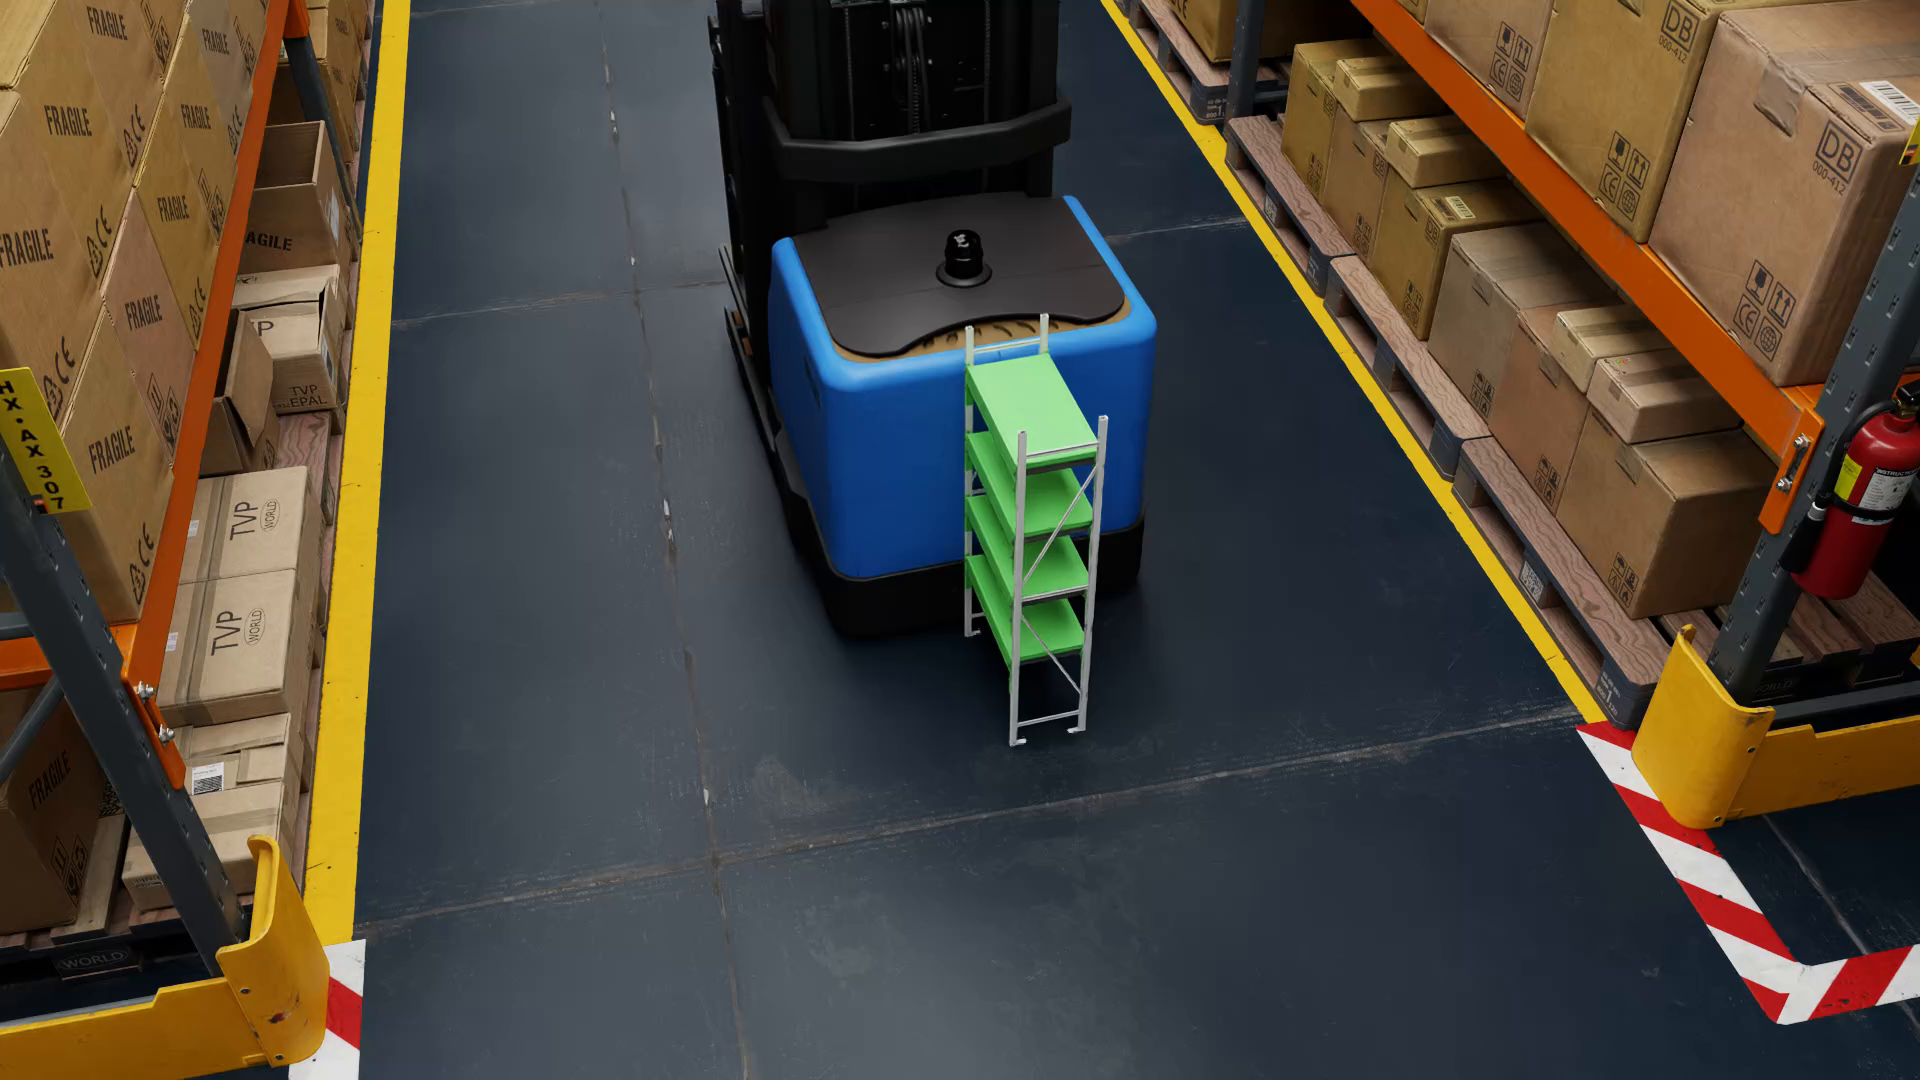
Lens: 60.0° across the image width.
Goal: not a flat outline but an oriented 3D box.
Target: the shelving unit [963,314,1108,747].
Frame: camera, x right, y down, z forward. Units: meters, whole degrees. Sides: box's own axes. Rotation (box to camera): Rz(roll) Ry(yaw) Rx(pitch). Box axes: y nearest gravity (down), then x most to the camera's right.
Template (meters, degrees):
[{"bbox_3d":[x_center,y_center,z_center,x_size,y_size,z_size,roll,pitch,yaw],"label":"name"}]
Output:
[{"bbox_3d":[0.198,-0.004,4.850,0.258,1.200,0.503,-11,43,-12],"label":"shelving unit"}]

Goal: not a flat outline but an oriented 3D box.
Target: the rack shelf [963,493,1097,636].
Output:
[{"bbox_3d":[0.198,0.044,4.893,0.258,0.148,0.480,-11,43,-12],"label":"rack shelf"}]

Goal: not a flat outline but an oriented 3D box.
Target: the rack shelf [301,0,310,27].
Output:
[{"bbox_3d":[-3.518,-3.394,7.856,1.077,0.370,4.000,-8,42,-9],"label":"rack shelf"}]

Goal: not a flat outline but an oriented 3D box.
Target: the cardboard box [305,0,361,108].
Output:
[{"bbox_3d":[-3.078,-2.289,7.621,0.500,0.500,0.500,-8,42,-9],"label":"cardboard box"}]

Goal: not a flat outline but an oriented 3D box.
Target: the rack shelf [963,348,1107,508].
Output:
[{"bbox_3d":[0.198,-0.315,4.574,0.258,0.148,0.480,-11,43,-12],"label":"rack shelf"}]

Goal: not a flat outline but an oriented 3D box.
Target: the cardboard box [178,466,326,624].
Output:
[{"bbox_3d":[-2.279,0.048,5.176,0.500,0.250,0.500,-8,42,-9],"label":"cardboard box"}]

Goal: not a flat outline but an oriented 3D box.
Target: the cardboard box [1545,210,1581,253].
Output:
[{"bbox_3d":[2.312,-1.160,5.875,0.380,0.149,0.250,-8,42,-9],"label":"cardboard box"}]

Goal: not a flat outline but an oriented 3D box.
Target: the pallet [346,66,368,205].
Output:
[{"bbox_3d":[-3.298,-1.846,7.671,1.003,0.211,1.213,-8,42,-9],"label":"pallet"}]

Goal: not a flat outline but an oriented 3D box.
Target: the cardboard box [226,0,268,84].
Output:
[{"bbox_3d":[-2.615,-1.783,5.424,0.500,0.500,0.500,-7,42,-8],"label":"cardboard box"}]

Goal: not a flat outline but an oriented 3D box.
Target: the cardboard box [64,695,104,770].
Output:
[{"bbox_3d":[-2.580,0.528,4.698,0.380,0.166,0.250,-8,42,-9],"label":"cardboard box"}]

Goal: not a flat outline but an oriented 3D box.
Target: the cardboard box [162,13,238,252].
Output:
[{"bbox_3d":[-2.389,-1.121,4.678,0.500,0.500,0.500,-8,42,-9],"label":"cardboard box"}]

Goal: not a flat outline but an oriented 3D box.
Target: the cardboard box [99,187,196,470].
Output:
[{"bbox_3d":[-2.177,-0.471,3.945,0.500,0.500,0.500,-9,42,-10],"label":"cardboard box"}]

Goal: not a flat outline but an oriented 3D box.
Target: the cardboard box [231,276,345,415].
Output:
[{"bbox_3d":[-2.524,-0.711,5.986,0.500,0.311,0.500,-8,42,-9],"label":"cardboard box"}]

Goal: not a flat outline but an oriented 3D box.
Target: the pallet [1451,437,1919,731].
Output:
[{"bbox_3d":[2.364,0.049,5.535,1.003,0.211,1.213,-8,42,-9],"label":"pallet"}]

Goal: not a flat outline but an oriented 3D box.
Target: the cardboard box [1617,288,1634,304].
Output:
[{"bbox_3d":[2.423,-0.829,5.502,0.380,0.149,0.250,-8,42,-9],"label":"cardboard box"}]

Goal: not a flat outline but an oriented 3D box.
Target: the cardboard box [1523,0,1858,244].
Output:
[{"bbox_3d":[2.326,-1.398,4.839,0.980,0.700,0.700,-9,42,-10],"label":"cardboard box"}]

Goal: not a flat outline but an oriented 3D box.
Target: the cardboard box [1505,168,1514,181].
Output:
[{"bbox_3d":[2.201,-1.491,6.248,0.380,0.149,0.250,-8,42,-9],"label":"cardboard box"}]

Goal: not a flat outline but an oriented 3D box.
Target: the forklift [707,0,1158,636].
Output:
[{"bbox_3d":[-0.296,-1.782,5.550,1.130,2.935,3.031,-11,43,-12],"label":"forklift"}]

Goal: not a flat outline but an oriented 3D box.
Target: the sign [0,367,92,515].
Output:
[{"bbox_3d":[-1.693,-0.176,3.036,0.100,0.325,0.005,-8,42,-9],"label":"sign"}]

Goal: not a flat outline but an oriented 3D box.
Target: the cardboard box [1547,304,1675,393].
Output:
[{"bbox_3d":[2.103,-0.613,5.259,0.380,0.149,0.250,-7,42,-8],"label":"cardboard box"}]

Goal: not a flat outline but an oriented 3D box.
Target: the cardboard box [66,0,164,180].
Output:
[{"bbox_3d":[-2.284,-1.174,3.984,0.500,0.500,0.500,-8,42,-9],"label":"cardboard box"}]

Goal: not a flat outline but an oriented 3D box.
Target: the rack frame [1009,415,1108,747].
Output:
[{"bbox_3d":[0.266,0.152,4.675,0.240,1.200,0.015,-11,43,-12],"label":"rack frame"}]

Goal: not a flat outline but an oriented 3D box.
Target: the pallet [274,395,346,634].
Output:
[{"bbox_3d":[-2.672,-0.086,5.688,1.003,0.211,1.213,-8,42,-9],"label":"pallet"}]

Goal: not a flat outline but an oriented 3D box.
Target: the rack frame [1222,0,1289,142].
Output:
[{"bbox_3d":[1.750,-3.079,6.959,1.000,3.000,0.127,-8,42,-9],"label":"rack frame"}]

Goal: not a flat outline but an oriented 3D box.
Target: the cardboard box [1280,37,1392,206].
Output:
[{"bbox_3d":[1.811,-1.802,7.087,0.700,0.500,0.500,-8,42,-9],"label":"cardboard box"}]

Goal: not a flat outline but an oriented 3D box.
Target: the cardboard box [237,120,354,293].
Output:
[{"bbox_3d":[-2.686,-1.268,6.471,0.500,0.500,0.500,-8,42,-9],"label":"cardboard box"}]

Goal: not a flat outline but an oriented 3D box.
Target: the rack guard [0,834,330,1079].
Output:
[{"bbox_3d":[-2.239,1.111,4.121,1.175,0.500,0.348,-8,42,-9],"label":"rack guard"}]

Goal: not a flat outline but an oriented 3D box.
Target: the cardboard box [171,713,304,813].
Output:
[{"bbox_3d":[-2.031,0.638,4.574,0.380,0.166,0.250,-8,42,-9],"label":"cardboard box"}]

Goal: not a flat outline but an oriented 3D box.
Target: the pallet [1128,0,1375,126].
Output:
[{"bbox_3d":[1.510,-2.526,8.436,1.003,0.211,1.213,-8,42,-9],"label":"pallet"}]

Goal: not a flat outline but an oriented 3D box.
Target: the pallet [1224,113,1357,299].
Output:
[{"bbox_3d":[1.838,-1.532,7.317,1.003,0.211,1.213,-8,42,-9],"label":"pallet"}]

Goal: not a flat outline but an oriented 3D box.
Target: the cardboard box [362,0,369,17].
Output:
[{"bbox_3d":[-3.288,-2.942,8.356,0.500,0.500,0.500,-10,43,-11],"label":"cardboard box"}]

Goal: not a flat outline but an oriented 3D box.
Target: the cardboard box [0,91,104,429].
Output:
[{"bbox_3d":[-2.061,-0.511,3.238,0.500,0.500,0.500,-7,42,-8],"label":"cardboard box"}]

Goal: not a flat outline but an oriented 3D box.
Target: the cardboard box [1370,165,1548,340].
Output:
[{"bbox_3d":[2.025,-1.143,6.345,0.700,0.500,0.500,-7,42,-8],"label":"cardboard box"}]

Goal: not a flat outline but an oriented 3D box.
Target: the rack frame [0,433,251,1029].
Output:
[{"bbox_3d":[-2.223,0.226,3.236,1.000,3.000,0.127,-8,42,-9],"label":"rack frame"}]

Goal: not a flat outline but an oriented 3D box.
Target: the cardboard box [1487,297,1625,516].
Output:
[{"bbox_3d":[2.257,-0.472,5.589,0.700,0.500,0.500,-8,42,-9],"label":"cardboard box"}]

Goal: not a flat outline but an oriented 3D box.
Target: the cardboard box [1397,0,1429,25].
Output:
[{"bbox_3d":[2.003,-2.364,5.927,0.980,0.700,0.700,-9,42,-10],"label":"cardboard box"}]

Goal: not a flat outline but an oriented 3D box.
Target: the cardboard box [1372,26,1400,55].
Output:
[{"bbox_3d":[1.974,-2.167,7.010,0.380,0.149,0.250,-9,42,-10],"label":"cardboard box"}]

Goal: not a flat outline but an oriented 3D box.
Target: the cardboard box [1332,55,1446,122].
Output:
[{"bbox_3d":[1.707,-1.796,6.592,0.380,0.149,0.250,-7,42,-8],"label":"cardboard box"}]

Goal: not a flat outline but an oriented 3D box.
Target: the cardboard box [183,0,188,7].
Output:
[{"bbox_3d":[-2.502,-1.829,4.723,0.500,0.500,0.500,-8,42,-9],"label":"cardboard box"}]

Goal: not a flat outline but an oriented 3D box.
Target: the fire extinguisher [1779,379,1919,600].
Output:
[{"bbox_3d":[2.195,-0.154,4.003,0.296,0.674,0.183,-8,42,-9],"label":"fire extinguisher"}]
